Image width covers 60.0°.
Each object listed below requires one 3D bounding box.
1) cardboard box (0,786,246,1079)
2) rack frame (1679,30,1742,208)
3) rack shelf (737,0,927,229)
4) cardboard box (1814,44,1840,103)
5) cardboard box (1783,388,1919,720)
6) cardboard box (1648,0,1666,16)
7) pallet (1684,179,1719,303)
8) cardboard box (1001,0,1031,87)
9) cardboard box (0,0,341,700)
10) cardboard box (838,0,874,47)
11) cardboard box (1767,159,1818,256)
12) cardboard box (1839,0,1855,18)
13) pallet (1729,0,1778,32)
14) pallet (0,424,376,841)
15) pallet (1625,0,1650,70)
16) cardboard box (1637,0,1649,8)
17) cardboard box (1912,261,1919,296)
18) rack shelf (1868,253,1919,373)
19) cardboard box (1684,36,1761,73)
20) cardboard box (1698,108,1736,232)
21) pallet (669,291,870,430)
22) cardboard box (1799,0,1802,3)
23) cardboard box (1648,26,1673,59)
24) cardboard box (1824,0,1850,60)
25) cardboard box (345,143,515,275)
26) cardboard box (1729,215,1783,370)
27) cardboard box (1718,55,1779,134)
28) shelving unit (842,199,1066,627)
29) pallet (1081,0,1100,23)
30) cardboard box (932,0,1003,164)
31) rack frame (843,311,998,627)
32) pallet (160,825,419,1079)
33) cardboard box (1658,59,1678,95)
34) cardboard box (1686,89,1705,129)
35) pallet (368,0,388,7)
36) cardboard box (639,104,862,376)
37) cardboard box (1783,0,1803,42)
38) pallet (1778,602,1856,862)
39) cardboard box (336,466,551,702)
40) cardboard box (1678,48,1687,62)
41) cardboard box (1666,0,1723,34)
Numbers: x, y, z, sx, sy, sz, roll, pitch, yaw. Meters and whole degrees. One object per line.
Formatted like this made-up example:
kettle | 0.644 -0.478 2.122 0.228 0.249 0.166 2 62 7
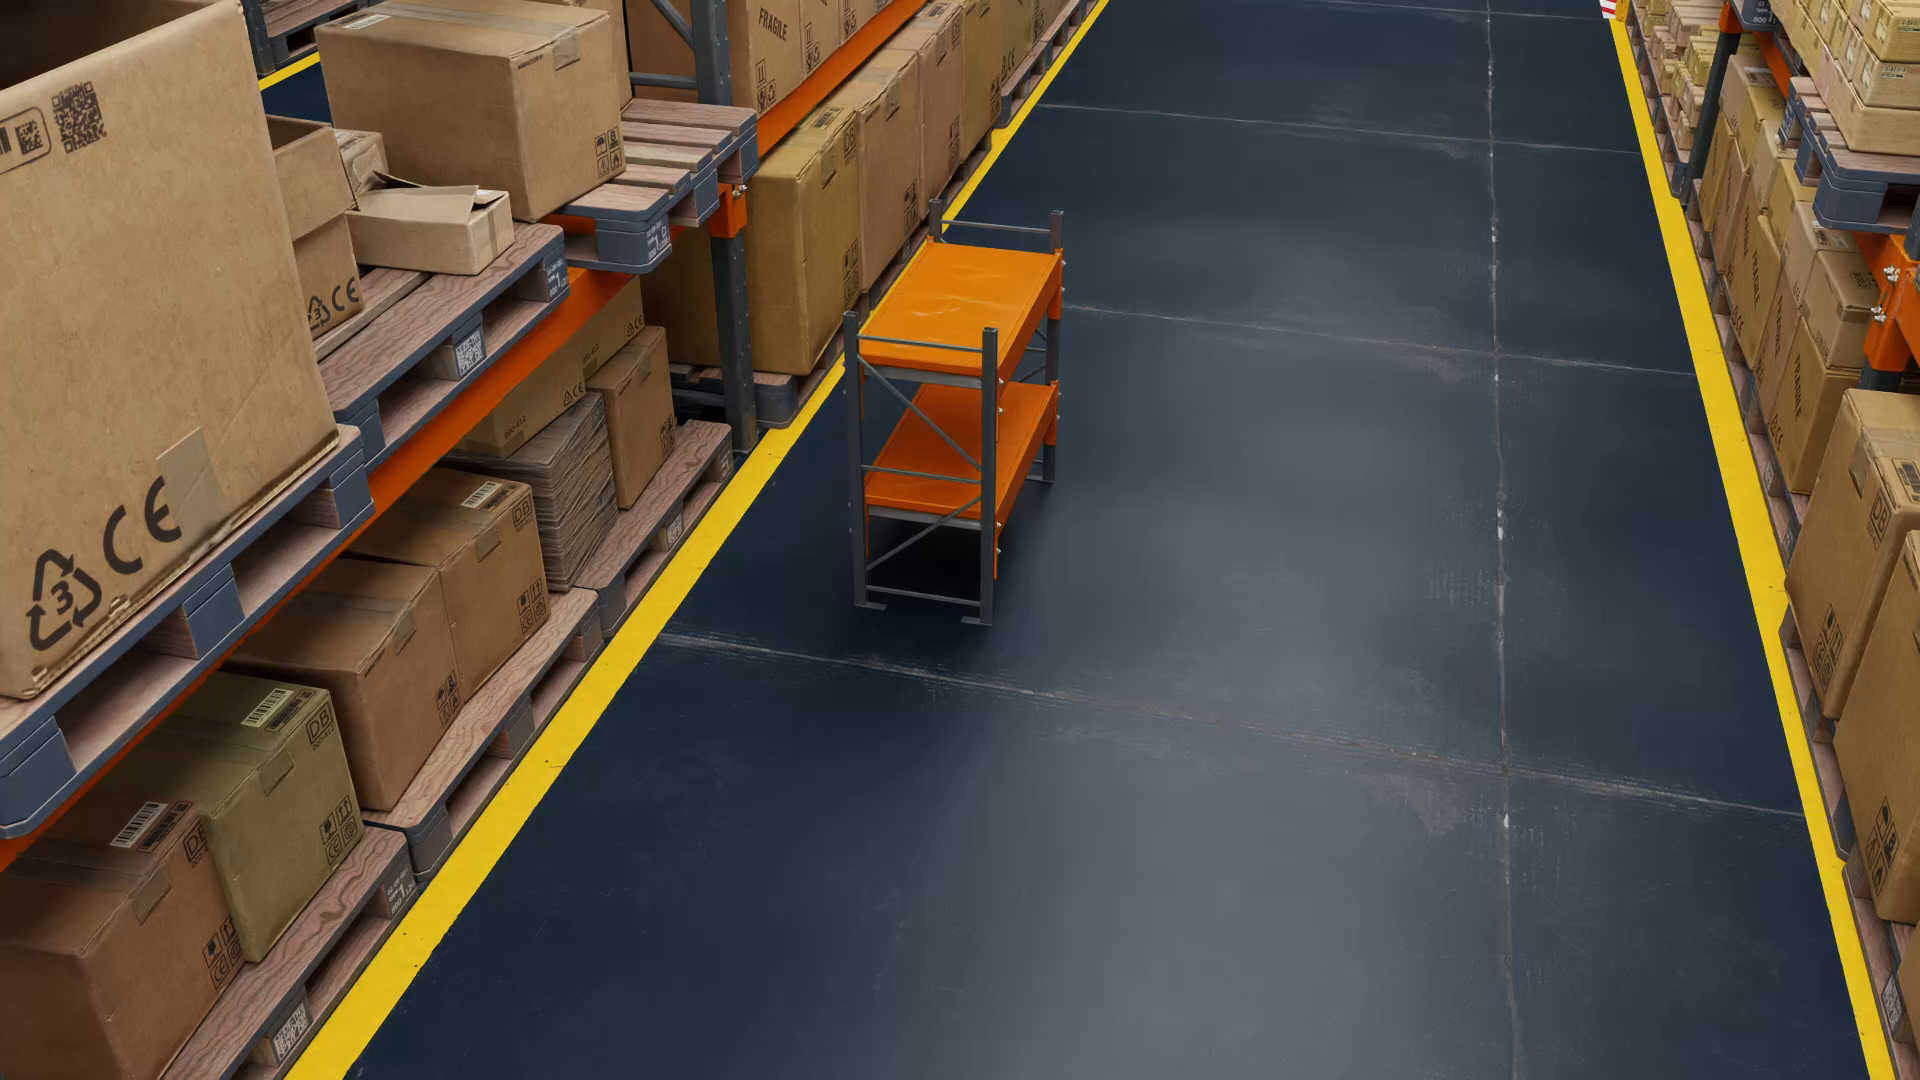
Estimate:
cardboard box | -2.171 0.923 3.922 0.700 0.500 0.500 6 33 9
rack frame | 4.455 -3.054 8.259 1.000 3.000 0.127 8 33 12
rack shelf | -0.825 -2.441 7.964 1.077 0.370 4.000 8 33 12
cardboard box | 3.250 -1.631 5.862 0.380 0.149 0.250 9 33 13
cardboard box | 3.198 0.097 5.007 1.050 0.750 0.750 8 33 12
cardboard box | 4.818 -3.601 11.107 0.380 0.149 0.250 9 34 14
pallet | 4.259 -1.473 8.371 1.003 0.211 1.213 8 33 12
cardboard box | -0.072 -3.394 10.382 0.875 0.875 0.875 8 33 12
cardboard box | -2.010 -0.454 3.218 1.000 1.000 1.000 8 33 13
cardboard box | -0.690 -2.498 7.290 0.500 0.500 0.500 7 33 12
cardboard box | 3.621 -1.333 6.791 0.500 0.250 0.500 9 33 14
cardboard box | 3.253 -1.884 5.705 0.380 0.149 0.250 9 34 14
pallet | 4.120 -2.597 7.717 1.003 0.211 1.213 8 33 12
pallet | -2.013 0.073 3.517 1.003 0.211 1.213 8 33 12
pallet | 5.210 -3.497 11.554 1.003 0.211 1.213 8 33 12
cardboard box | 5.027 -3.876 11.817 0.380 0.149 0.250 9 33 13
cardboard box | 3.065 -0.825 4.658 0.500 0.500 0.500 8 33 13
rack shelf | 2.932 0.363 3.554 1.077 0.370 4.000 8 33 12
cardboard box | 4.376 -2.768 9.519 0.380 0.149 0.250 8 33 12
cardboard box | 4.011 -1.829 8.270 0.500 0.500 0.500 9 34 14
pallet | -1.059 -0.929 7.514 1.003 0.211 1.213 8 33 12
cardboard box | 3.450 -2.163 6.423 0.380 0.149 0.250 9 34 14
cardboard box | 4.693 -3.219 10.783 0.380 0.149 0.250 6 33 10
cardboard box | 3.255 -1.769 5.803 0.380 0.149 0.250 9 33 14
cardboard box | -1.494 -0.925 4.643 0.396 0.266 0.258 7 33 11
cardboard box | 3.608 -1.024 7.003 0.500 0.500 0.500 7 33 10
cardboard box | 4.012 -2.146 8.069 0.500 0.250 0.500 7 33 10
shelving unit | 0.002 -0.478 5.954 0.538 1.125 1.048 8 33 12
pallet | 0.571 -4.255 12.747 1.003 0.211 1.213 8 33 12
cardboard box | -0.460 -2.728 9.334 1.225 0.875 0.875 8 33 13
rack frame | -0.127 -0.214 5.539 0.500 1.125 0.032 8 33 12
pallet | -2.151 1.142 4.257 1.003 0.211 1.213 8 33 12
cardboard box | 4.487 -2.816 10.149 0.380 0.149 0.250 8 33 12
cardboard box | 4.227 -2.361 9.156 0.380 0.149 0.250 9 33 13
pallet | -4.651 -4.302 12.820 1.003 0.211 1.213 8 33 12
cardboard box | -1.137 -1.342 7.155 1.225 0.875 0.875 7 33 10
cardboard box | 3.451 -2.033 6.495 0.380 0.149 0.250 9 34 14
pallet | 3.167 0.597 5.114 1.003 0.211 1.213 8 33 12
cardboard box | -1.749 0.098 5.220 0.700 0.500 0.500 11 34 16
cardboard box | 4.539 -2.896 9.998 0.380 0.149 0.250 9 33 14
cardboard box | 4.553 -3.186 10.178 0.380 0.149 0.250 7 33 11
